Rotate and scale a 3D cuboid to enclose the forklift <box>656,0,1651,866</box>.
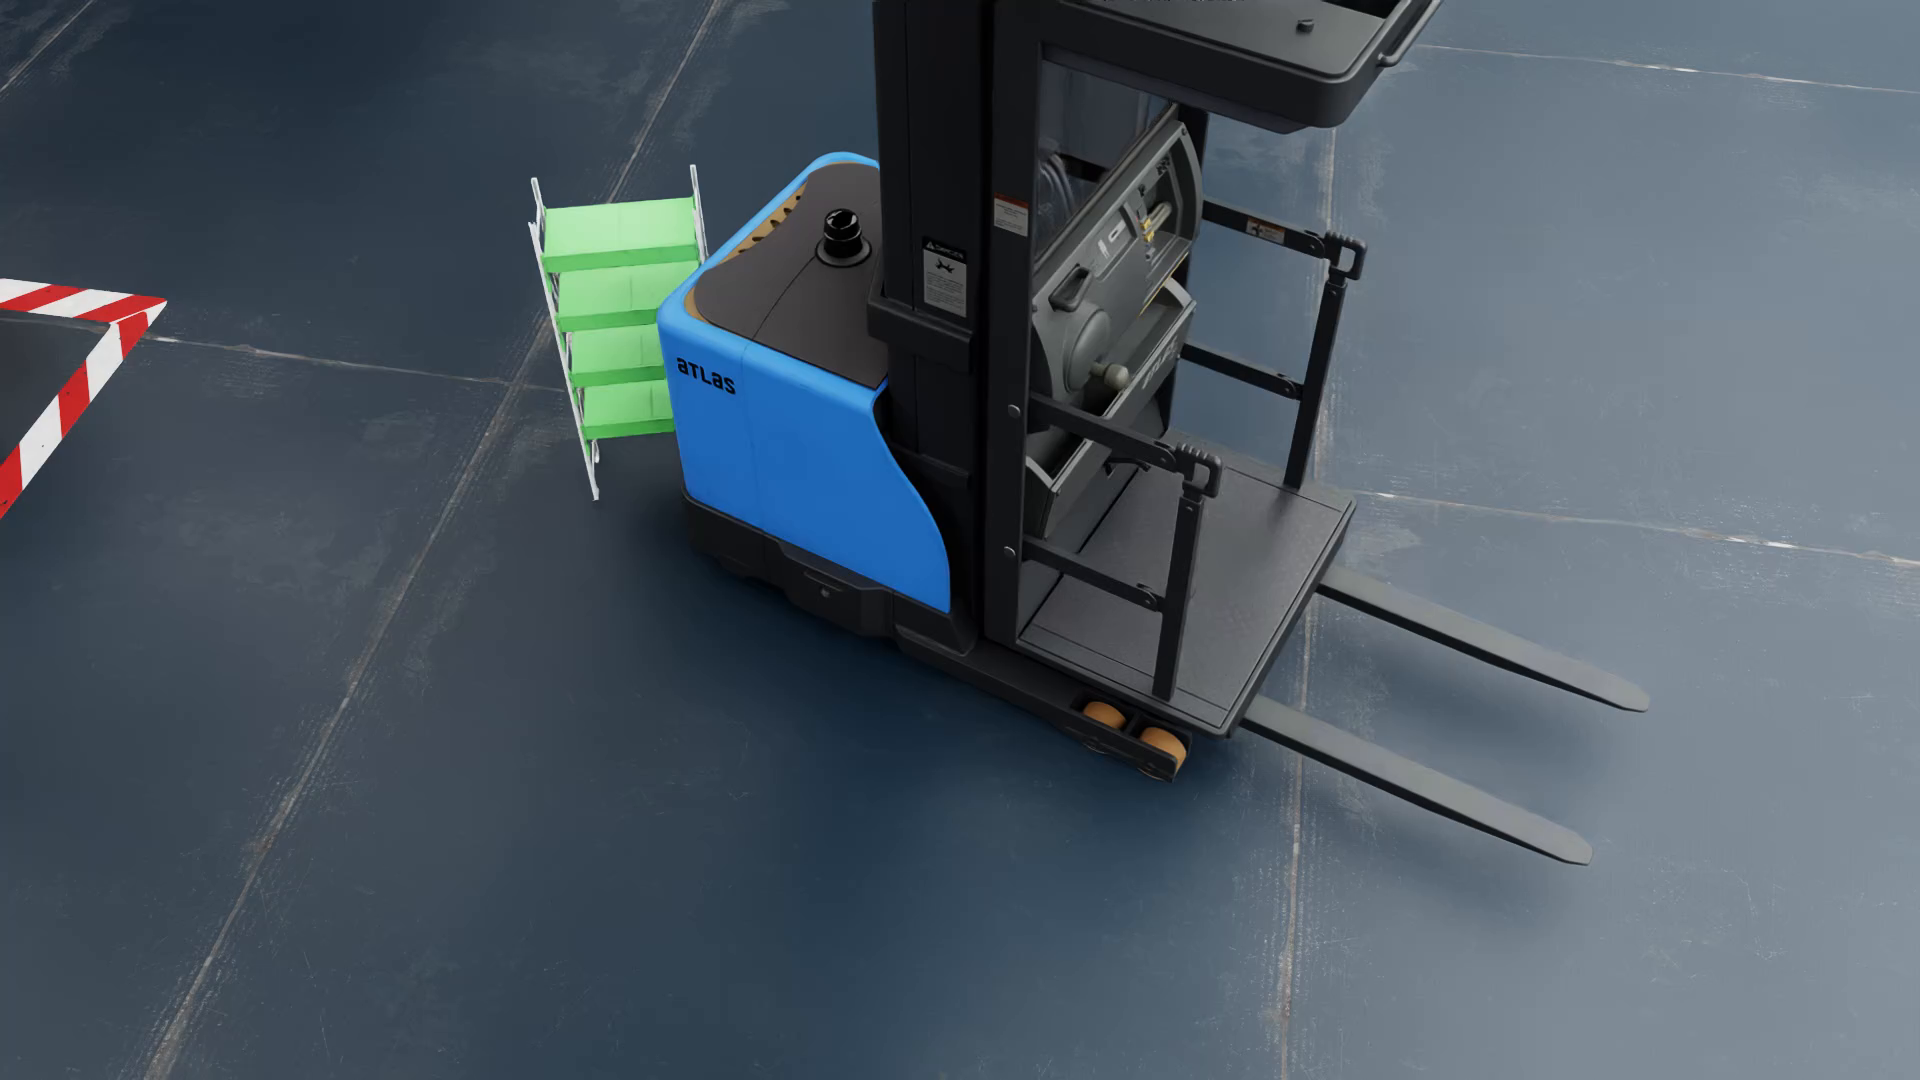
[{"bbox_3d":[0.611,-0.704,4.412,3.031,2.935,1.130,23,52,20],"label":"forklift"}]

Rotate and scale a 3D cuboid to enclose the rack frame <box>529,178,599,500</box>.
[{"bbox_3d":[-1.301,-0.631,5.510,0.015,1.200,0.240,-6,48,-5],"label":"rack frame"}]

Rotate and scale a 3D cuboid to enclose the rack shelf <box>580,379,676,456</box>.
[{"bbox_3d":[-1.059,-0.452,5.758,0.480,0.148,0.258,-6,48,-5],"label":"rack shelf"}]

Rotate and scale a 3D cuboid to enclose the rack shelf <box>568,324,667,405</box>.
[{"bbox_3d":[-1.059,-0.613,5.580,0.480,0.148,0.258,-6,48,-5],"label":"rack shelf"}]

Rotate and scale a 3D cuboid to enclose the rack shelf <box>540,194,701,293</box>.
[{"bbox_3d":[-1.059,-0.934,5.223,0.480,0.148,0.258,-6,48,-5],"label":"rack shelf"}]

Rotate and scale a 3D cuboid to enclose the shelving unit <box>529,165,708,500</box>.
[{"bbox_3d":[-1.059,-0.656,5.532,0.503,1.200,0.258,-6,48,-5],"label":"shelving unit"}]

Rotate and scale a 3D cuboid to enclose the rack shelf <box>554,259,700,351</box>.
[{"bbox_3d":[-1.059,-0.773,5.401,0.480,0.148,0.258,-6,48,-5],"label":"rack shelf"}]

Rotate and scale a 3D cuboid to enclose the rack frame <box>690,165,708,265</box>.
[{"bbox_3d":[-0.818,-0.680,5.555,0.015,1.200,0.240,-6,48,-5],"label":"rack frame"}]
